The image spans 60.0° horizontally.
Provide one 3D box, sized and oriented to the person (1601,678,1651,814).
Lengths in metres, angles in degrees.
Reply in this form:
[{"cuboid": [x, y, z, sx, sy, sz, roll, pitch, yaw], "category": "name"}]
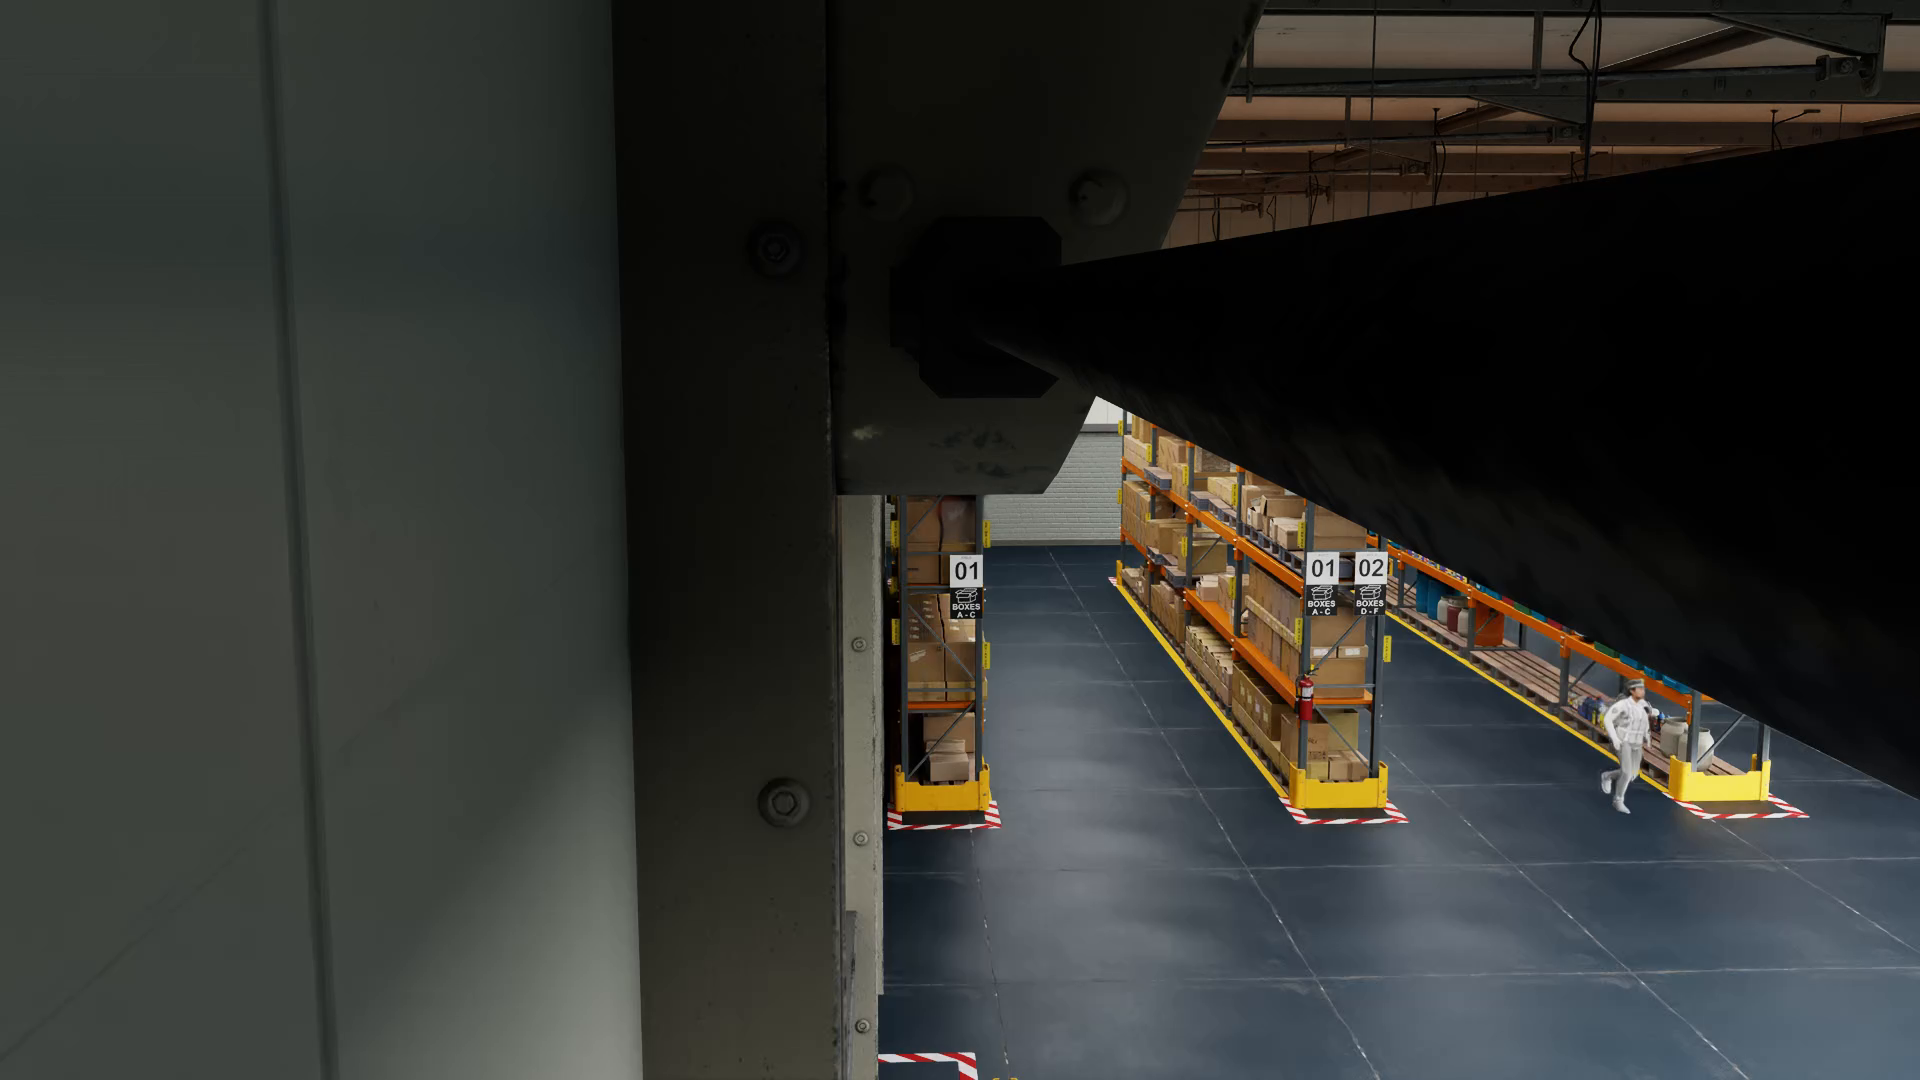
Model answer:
[{"cuboid": [8.272, 2.511, 20.656, 0.657, 1.662, 0.627, -3, 9, -18], "category": "person"}]
